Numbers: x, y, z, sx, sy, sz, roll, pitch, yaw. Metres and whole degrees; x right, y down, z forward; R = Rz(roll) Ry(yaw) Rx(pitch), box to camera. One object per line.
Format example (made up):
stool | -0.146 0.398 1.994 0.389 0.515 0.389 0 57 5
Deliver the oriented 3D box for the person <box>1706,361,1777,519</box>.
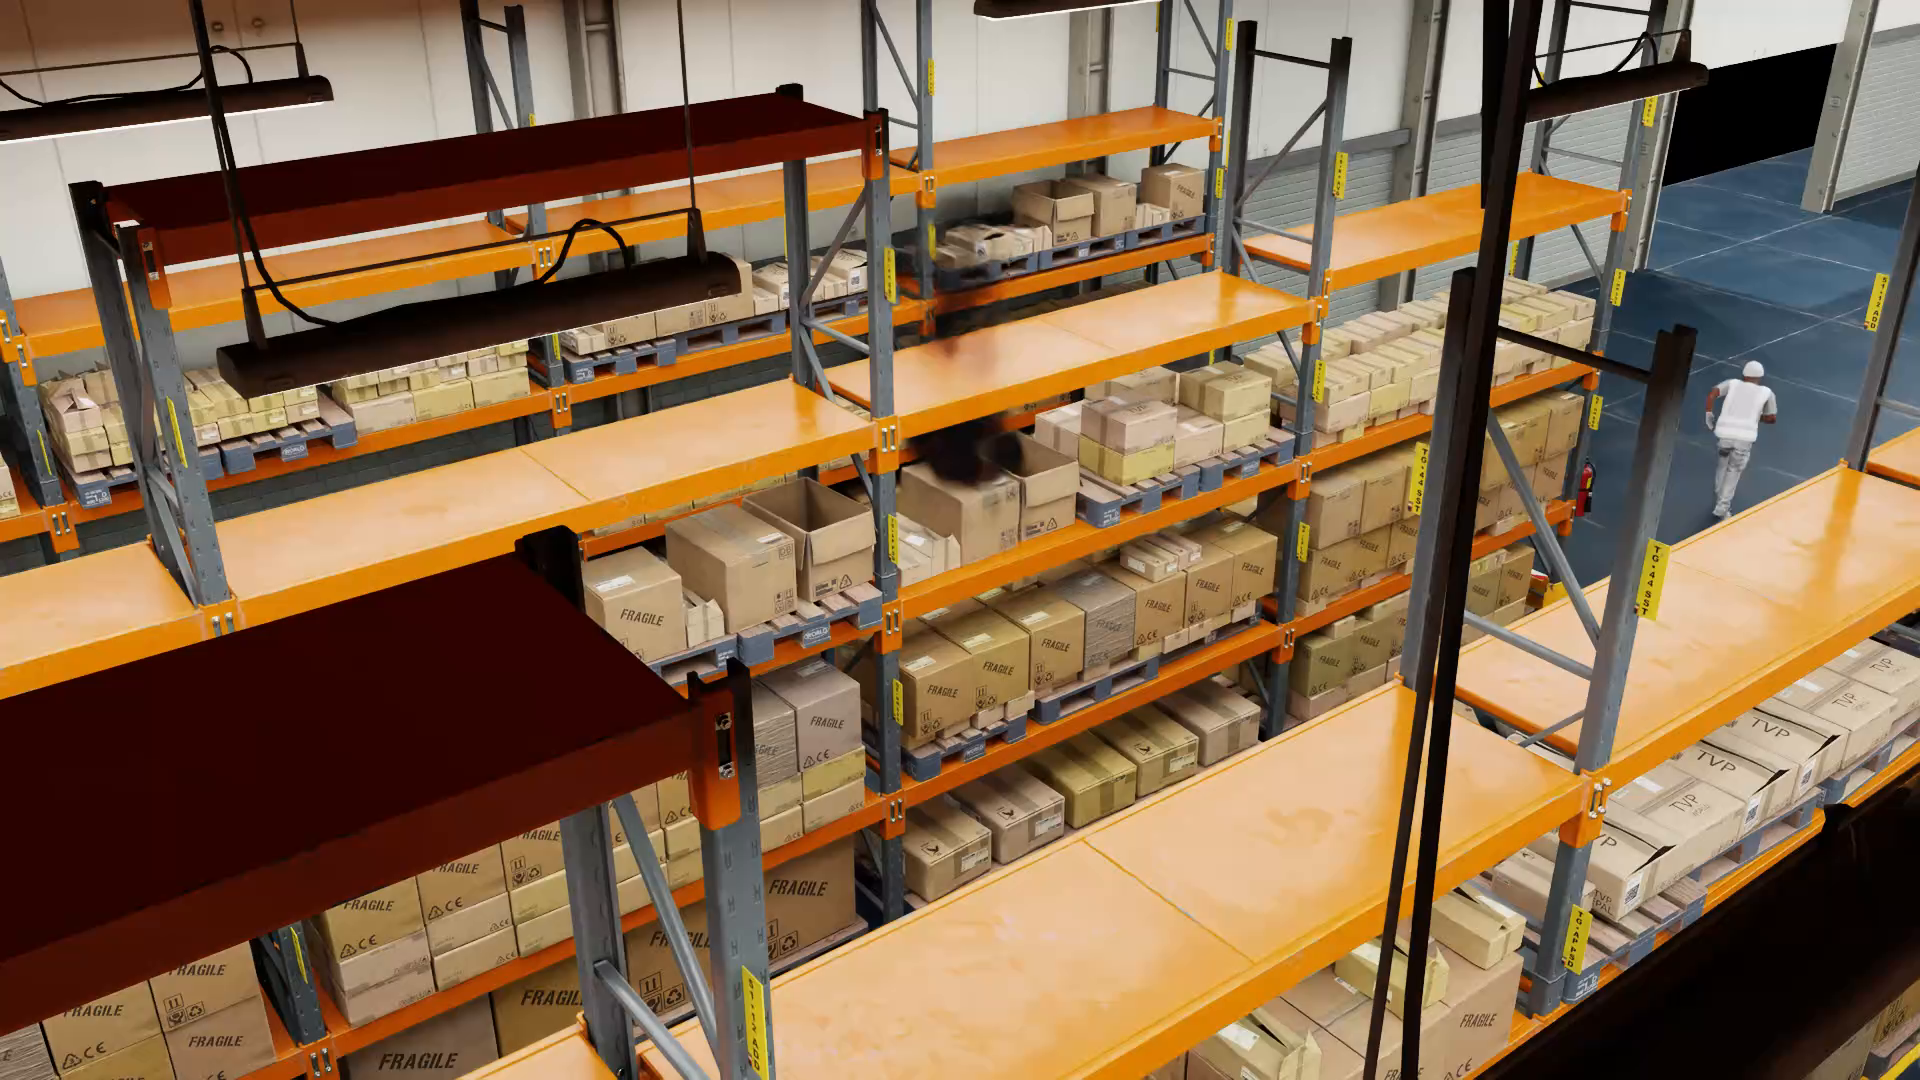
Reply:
person | 8.554 -1.052 18.406 0.728 1.731 1.035 14 30 27
